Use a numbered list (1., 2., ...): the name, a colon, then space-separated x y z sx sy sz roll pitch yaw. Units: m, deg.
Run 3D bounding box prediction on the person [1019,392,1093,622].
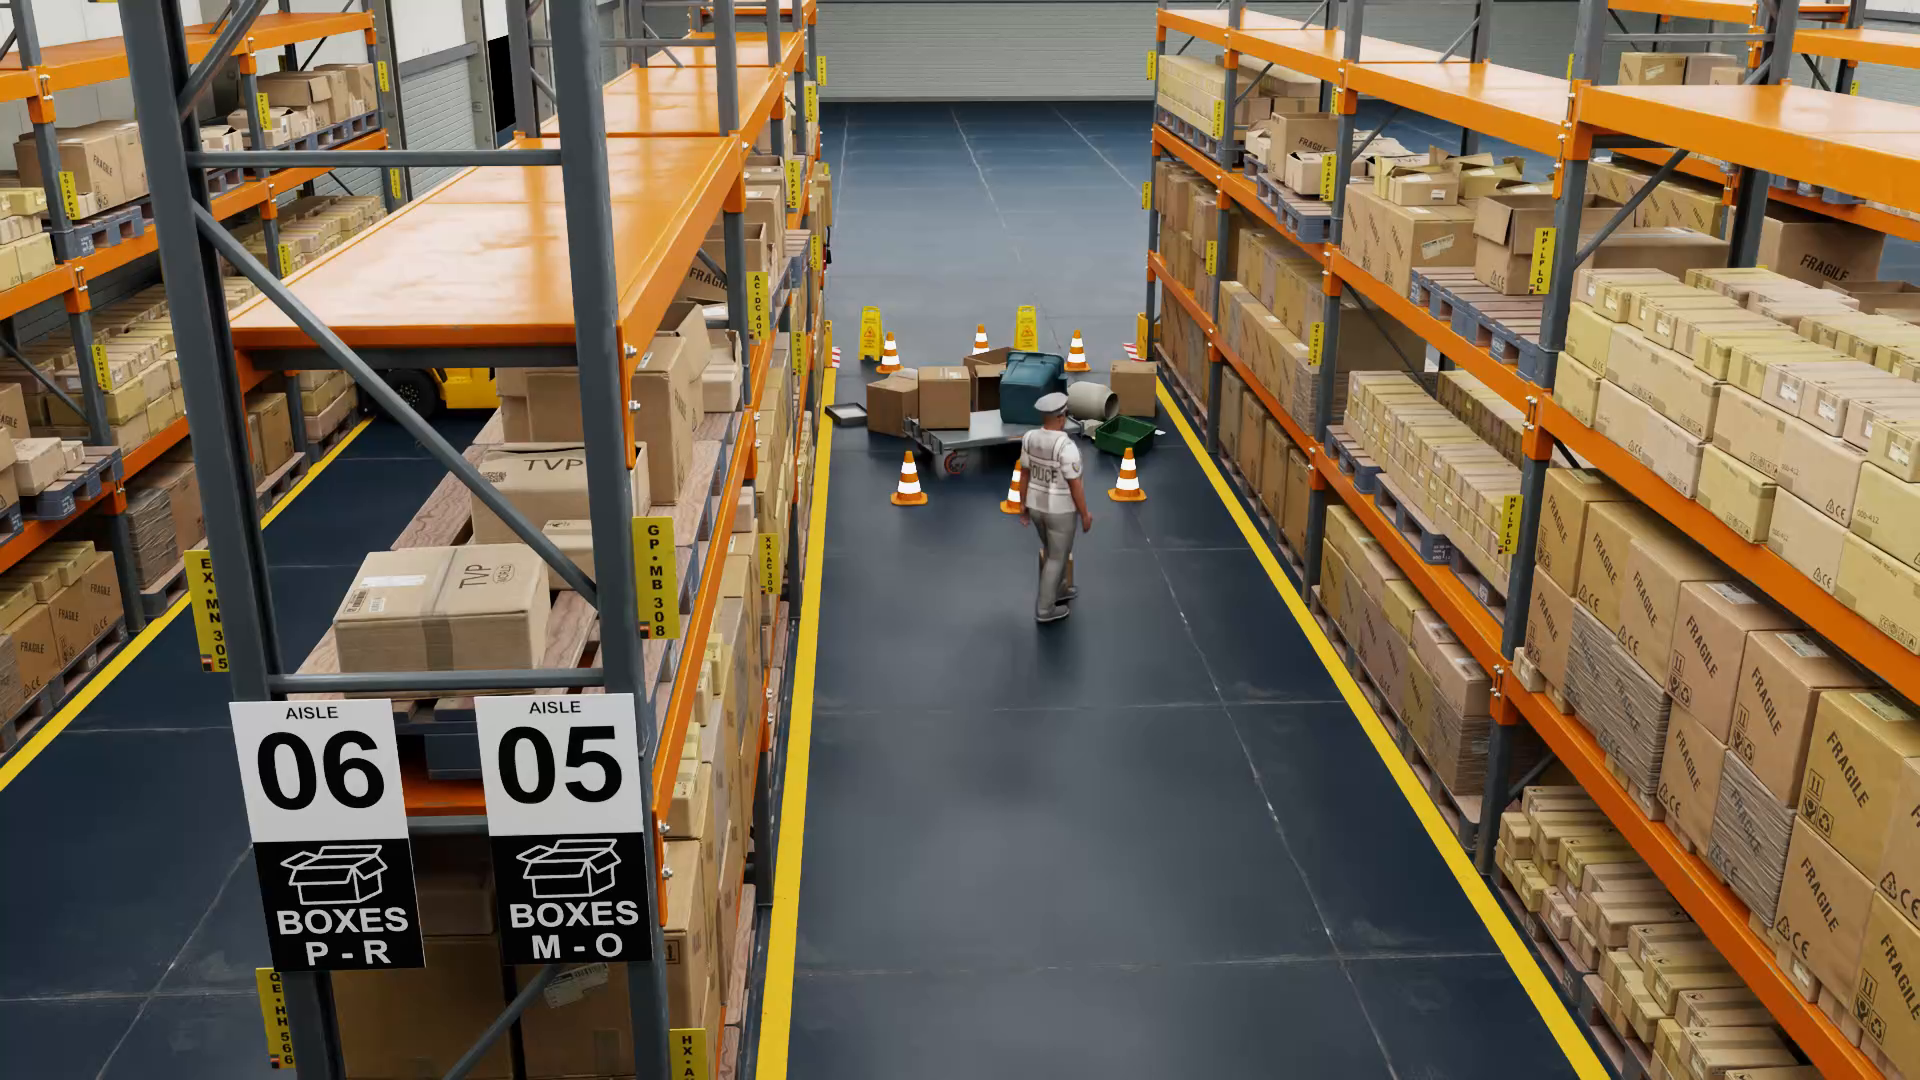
1. person: 0.814 -0.274 12.620 0.670 1.765 0.548 -17 26 -38
